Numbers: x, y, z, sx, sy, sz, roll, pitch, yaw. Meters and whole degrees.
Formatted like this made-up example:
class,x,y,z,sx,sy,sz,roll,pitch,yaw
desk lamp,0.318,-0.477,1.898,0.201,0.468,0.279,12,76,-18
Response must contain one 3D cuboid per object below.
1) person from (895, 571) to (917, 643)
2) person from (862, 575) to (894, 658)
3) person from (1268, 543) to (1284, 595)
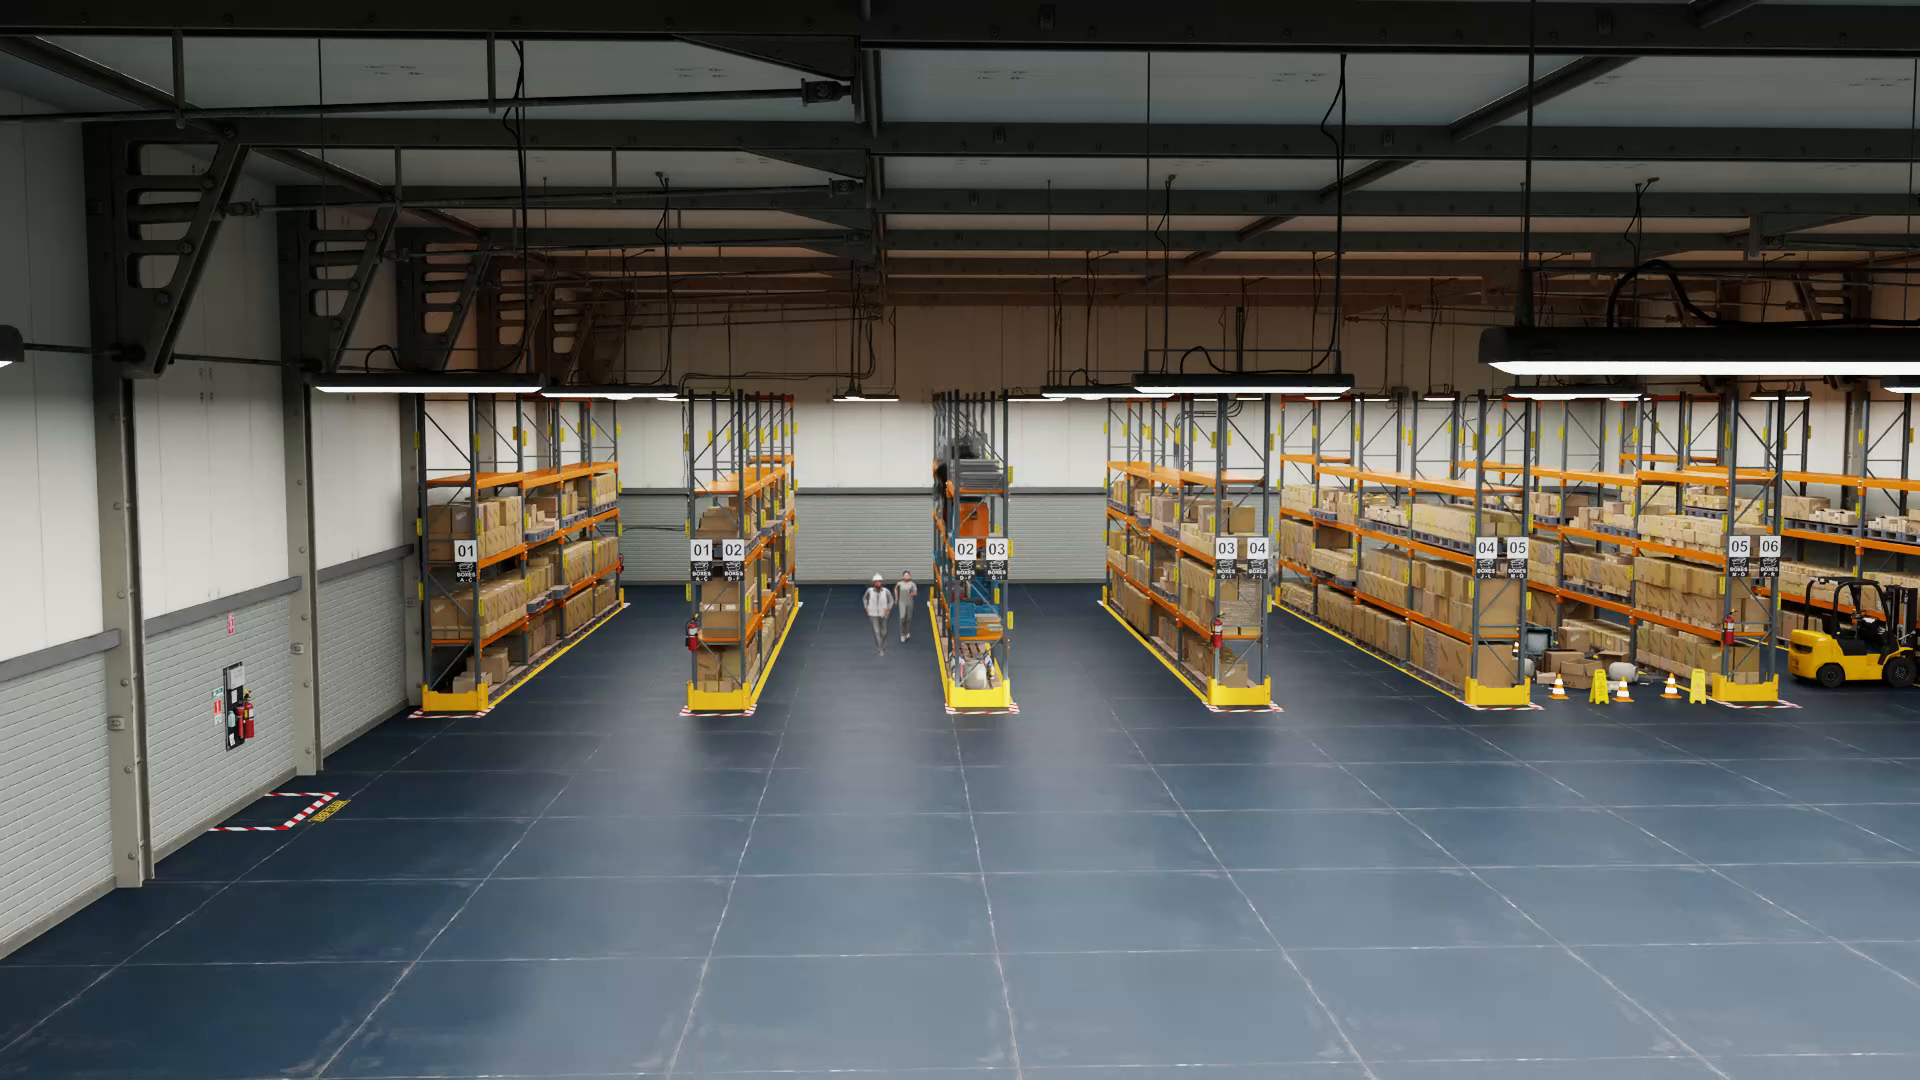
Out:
class,x,y,z,sx,sy,sz,roll,pitch,yaw
person,-1.310,1.601,40.303,0.538,1.726,0.766,0,5,-5
person,-1.777,1.625,36.103,0.684,1.766,0.805,0,5,-4
person,9.305,0.917,49.071,0.646,1.692,0.648,1,5,10
